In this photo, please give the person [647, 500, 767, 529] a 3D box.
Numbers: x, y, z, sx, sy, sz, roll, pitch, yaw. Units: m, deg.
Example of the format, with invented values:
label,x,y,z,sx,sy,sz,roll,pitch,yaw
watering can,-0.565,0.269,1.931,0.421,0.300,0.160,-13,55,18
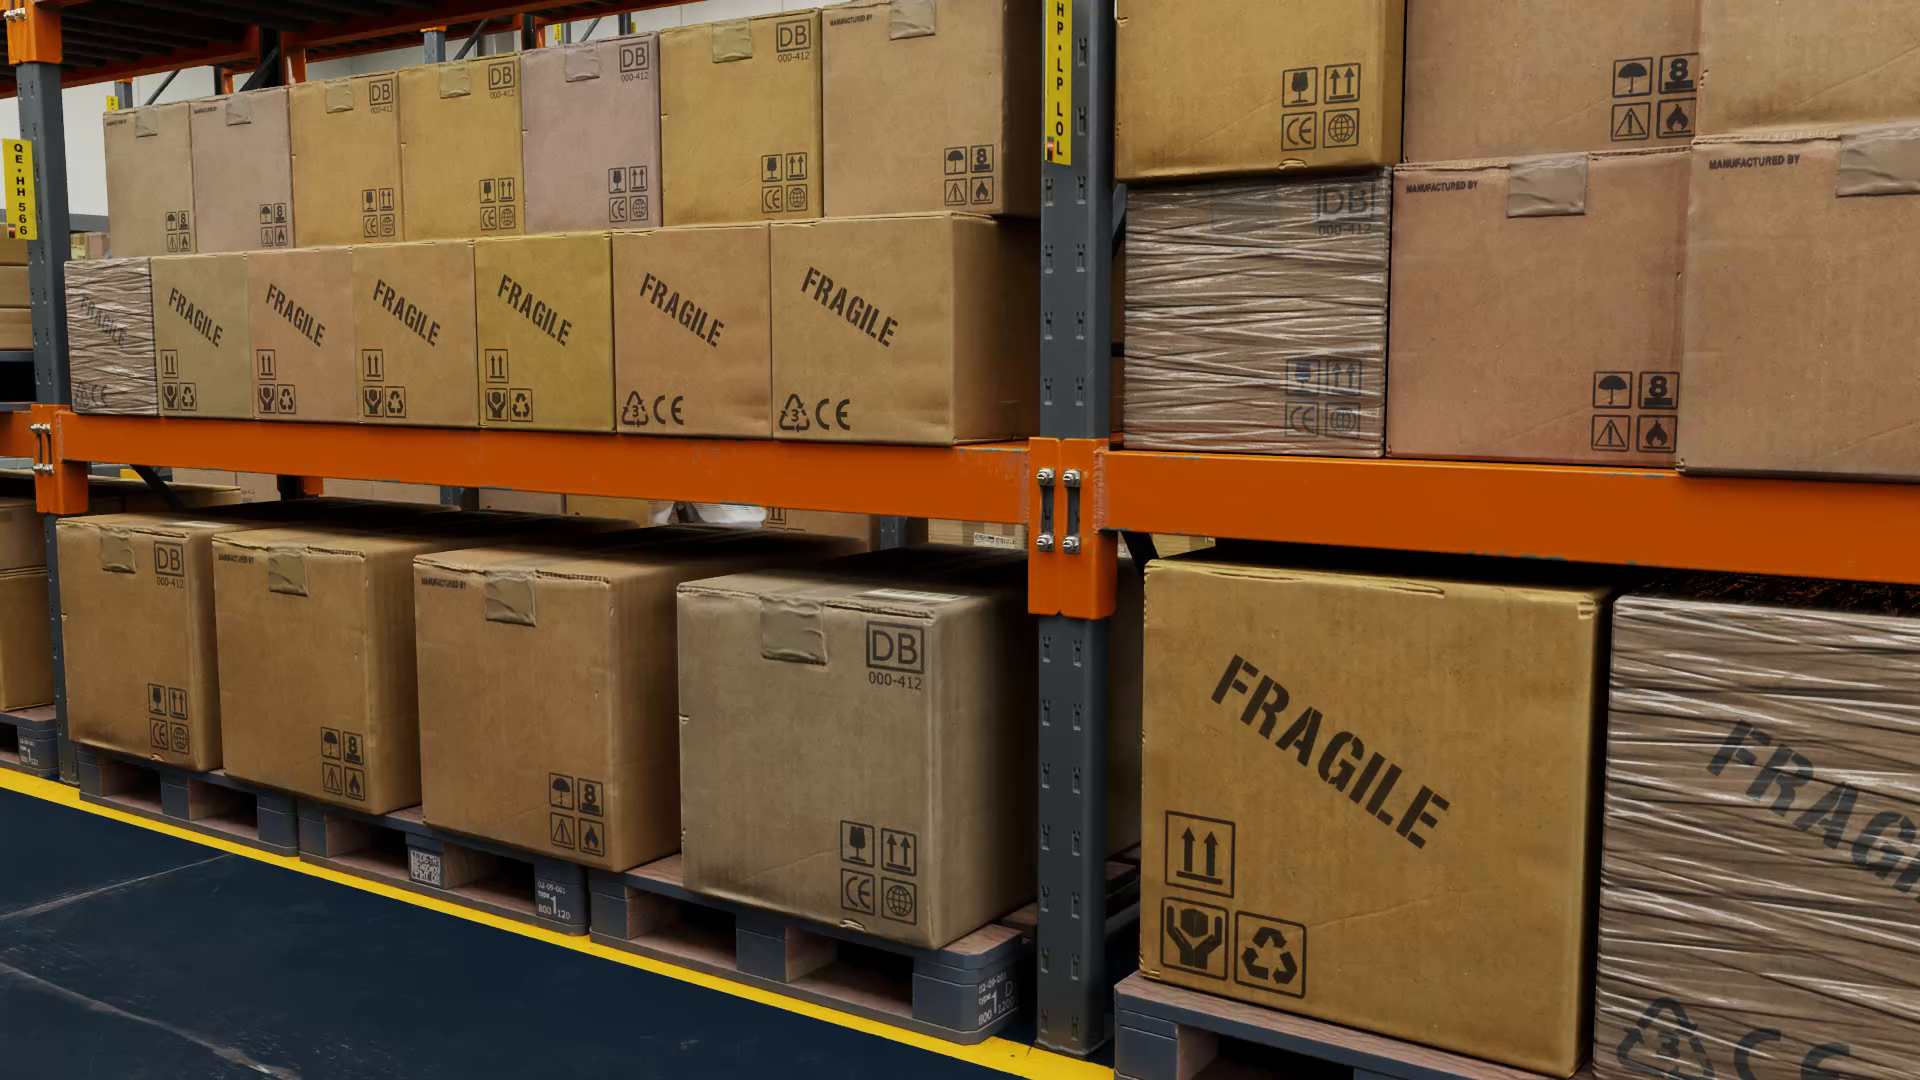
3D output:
label,x,y,z,sx,sy,sz,roll,pitch,yaw
person,-1.024,-0.036,6.599,0.465,1.616,0.504,4,8,34
